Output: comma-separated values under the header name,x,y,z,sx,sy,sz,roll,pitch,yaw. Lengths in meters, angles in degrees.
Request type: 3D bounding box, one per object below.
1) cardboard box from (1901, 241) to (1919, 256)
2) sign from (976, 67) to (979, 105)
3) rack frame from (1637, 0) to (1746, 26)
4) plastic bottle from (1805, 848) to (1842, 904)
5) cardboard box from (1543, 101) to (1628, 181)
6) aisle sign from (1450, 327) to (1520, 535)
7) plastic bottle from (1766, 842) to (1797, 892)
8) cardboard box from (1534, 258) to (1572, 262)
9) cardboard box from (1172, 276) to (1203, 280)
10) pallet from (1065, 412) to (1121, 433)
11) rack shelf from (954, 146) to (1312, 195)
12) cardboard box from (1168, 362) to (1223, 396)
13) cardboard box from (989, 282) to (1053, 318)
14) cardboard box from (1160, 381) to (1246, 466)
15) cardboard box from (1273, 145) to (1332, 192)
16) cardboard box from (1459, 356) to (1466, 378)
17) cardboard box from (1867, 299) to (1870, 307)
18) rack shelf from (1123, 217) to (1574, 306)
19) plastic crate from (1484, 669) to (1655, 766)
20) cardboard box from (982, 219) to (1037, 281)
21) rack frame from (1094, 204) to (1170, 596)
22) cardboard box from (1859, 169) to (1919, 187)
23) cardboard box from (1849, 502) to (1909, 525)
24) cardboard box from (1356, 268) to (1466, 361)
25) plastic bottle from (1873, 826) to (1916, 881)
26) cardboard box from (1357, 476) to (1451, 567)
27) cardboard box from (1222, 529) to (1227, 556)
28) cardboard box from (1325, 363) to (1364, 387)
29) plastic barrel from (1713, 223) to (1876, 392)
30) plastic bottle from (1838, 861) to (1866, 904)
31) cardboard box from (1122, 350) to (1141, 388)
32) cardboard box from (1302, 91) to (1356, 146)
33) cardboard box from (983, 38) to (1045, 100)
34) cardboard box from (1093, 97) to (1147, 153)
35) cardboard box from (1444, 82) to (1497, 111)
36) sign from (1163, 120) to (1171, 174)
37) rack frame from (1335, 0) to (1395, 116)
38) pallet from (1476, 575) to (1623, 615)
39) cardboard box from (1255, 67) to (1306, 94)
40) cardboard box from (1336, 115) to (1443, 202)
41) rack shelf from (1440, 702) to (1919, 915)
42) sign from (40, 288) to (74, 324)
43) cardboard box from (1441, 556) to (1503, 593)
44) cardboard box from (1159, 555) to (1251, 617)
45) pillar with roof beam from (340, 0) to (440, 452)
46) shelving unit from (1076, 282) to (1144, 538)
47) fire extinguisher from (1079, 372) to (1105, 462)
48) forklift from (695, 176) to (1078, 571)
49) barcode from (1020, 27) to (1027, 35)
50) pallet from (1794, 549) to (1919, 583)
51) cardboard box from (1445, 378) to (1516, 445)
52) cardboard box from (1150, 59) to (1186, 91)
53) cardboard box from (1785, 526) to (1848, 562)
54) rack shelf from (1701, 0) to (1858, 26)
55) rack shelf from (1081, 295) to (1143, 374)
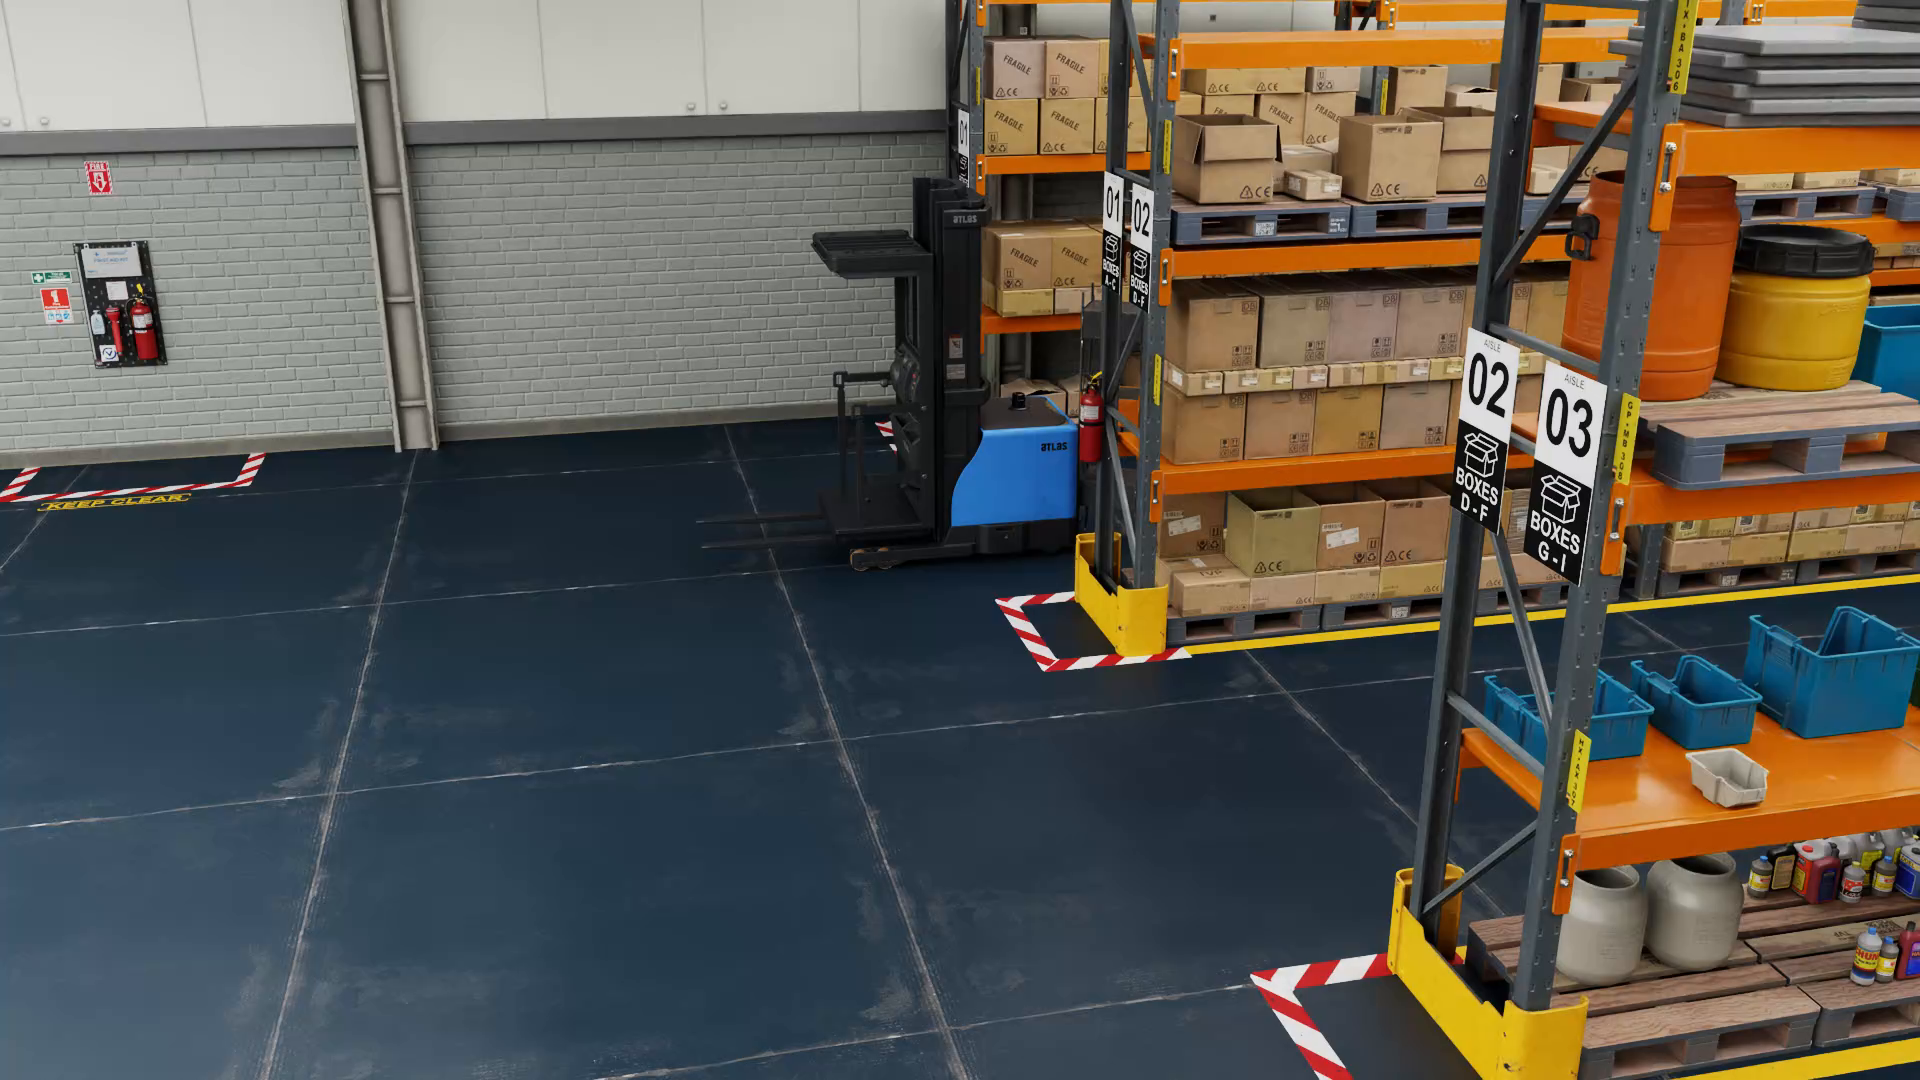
name,x,y,z,sx,sy,sz,roll,pitch,yaw
cardboard box,10.337,-3.401,18.131,0.500,0.500,0.500,-5,21,-12
sign,0.160,-4.094,14.998,0.005,0.325,0.100,-5,21,-12
rack frame,5.071,-3.932,11.467,0.127,3.000,1.000,-5,21,-12
plastic bottle,4.278,1.661,8.229,0.133,0.283,0.061,-5,21,-12
cardboard box,4.521,-2.882,12.001,0.500,0.500,0.500,-3,20,-8
aisle sign,2.177,-0.455,6.916,0.004,0.787,0.394,-5,21,-12
plastic bottle,4.111,1.621,8.338,0.133,0.283,0.061,-4,21,-11
cardboard box,6.158,-3.197,17.396,0.500,0.500,0.700,-5,21,-12
cardboard box,2.056,-2.804,16.208,0.500,0.500,0.500,-4,20,-11
pallet,0.908,-1.206,16.800,1.213,0.211,1.003,-5,21,-12
rack shelf,1.982,-3.686,16.200,4.000,0.370,1.077,-5,21,-12
cardboard box,1.610,-1.109,11.394,0.250,0.149,0.380,-5,21,-13
cardboard box,0.583,-2.328,15.998,0.500,0.250,0.500,-5,21,-14
cardboard box,1.636,-0.878,11.706,0.500,0.500,0.700,-5,21,-12
cardboard box,2.239,-2.579,11.538,0.500,0.250,0.500,-5,21,-12
cardboard box,3.620,-1.274,11.842,0.250,0.149,0.380,-4,21,-11
cardboard box,9.420,-2.359,18.409,0.750,0.750,0.750,-5,21,-13
rack shelf,3.125,-2.028,11.674,4.000,0.370,1.077,-5,21,-12
plastic crate,2.733,0.790,7.515,0.616,0.251,0.499,-5,21,-12
cardboard box,0.445,-2.856,16.350,0.500,0.500,0.500,-5,21,-13
rack frame,1.179,-0.799,11.634,0.127,3.000,1.000,-5,21,-12
cardboard box,6.946,-2.782,12.294,0.500,0.250,0.500,-6,21,-17
cardboard box,7.027,-0.356,12.998,0.500,0.311,0.500,-4,21,-11
cardboard box,3.176,-1.615,11.831,0.500,0.500,0.700,-5,21,-12
plastic bottle,4.729,1.554,8.424,0.185,0.351,0.144,-5,21,-13
cardboard box,3.212,-0.143,12.140,0.500,0.500,0.500,-5,21,-12
cardboard box,2.116,0.110,12.540,0.500,0.250,0.500,-5,21,-12
cardboard box,2.614,-1.192,11.618,0.250,0.149,0.380,-5,21,-14
plastic barrel,3.395,-0.967,6.849,0.600,0.588,0.600,0,20,0
plastic bottle,4.435,1.693,8.260,0.097,0.201,0.097,0,20,0
cardboard box,2.009,-1.601,16.818,0.500,0.500,0.700,-6,21,-16
cardboard box,3.491,-4.115,16.152,0.500,0.500,0.500,-4,21,-11
cardboard box,0.466,-4.340,15.313,0.500,0.500,0.500,-6,21,-16
cardboard box,1.453,-3.937,15.667,0.500,0.500,0.500,-4,20,-10
cardboard box,5.078,-4.402,16.630,0.500,0.311,0.500,-4,20,-11
sign,1.301,-2.469,10.446,0.005,0.325,0.100,-5,21,-12
rack frame,3.928,-5.590,15.993,0.127,3.000,1.000,-5,21,-12
pallet,4.288,0.243,12.845,1.213,0.211,1.003,-5,21,-12
cardboard box,2.969,-4.530,15.831,0.500,0.500,0.500,-4,20,-10
cardboard box,2.858,-2.557,11.114,0.500,0.500,0.500,-5,21,-12
rack shelf,4.261,1.039,7.663,4.000,0.370,1.077,-5,21,-12
sign,-8.297,-2.151,15.275,0.234,0.329,0.001,-5,21,-12
cardboard box,3.698,0.169,12.379,0.500,0.250,0.500,-5,21,-12
cardboard box,1.752,0.327,11.948,0.500,0.250,0.500,-5,21,-12
pillar with roof beam,-4.331,-3.703,10.840,0.400,9.000,9.100,-5,21,-12
shelving unit,1.248,-0.993,13.469,0.503,2.100,0.431,6,21,15
fire extinguisher,0.957,-0.909,12.047,0.183,0.674,0.296,-5,21,-12
forklift,-0.616,-1.331,13.186,3.031,2.935,1.130,-4,21,-11
barcode,0.611,-4.887,15.962,0.075,0.075,0.001,-5,21,-12
pallet,6.969,0.025,13.440,1.213,0.211,1.003,-5,21,-12
cardboard box,3.640,-1.043,12.155,0.500,0.500,0.700,-4,21,-12
cardboard box,1.899,-4.628,16.100,0.500,0.500,0.500,-5,21,-13
cardboard box,6.522,-0.052,12.984,0.500,0.250,0.500,-5,21,-14
rack shelf,9.767,-5.540,17.482,4.000,0.370,1.077,-5,21,-12
rack shelf,1.249,-1.637,13.230,0.480,0.518,0.431,6,21,15
